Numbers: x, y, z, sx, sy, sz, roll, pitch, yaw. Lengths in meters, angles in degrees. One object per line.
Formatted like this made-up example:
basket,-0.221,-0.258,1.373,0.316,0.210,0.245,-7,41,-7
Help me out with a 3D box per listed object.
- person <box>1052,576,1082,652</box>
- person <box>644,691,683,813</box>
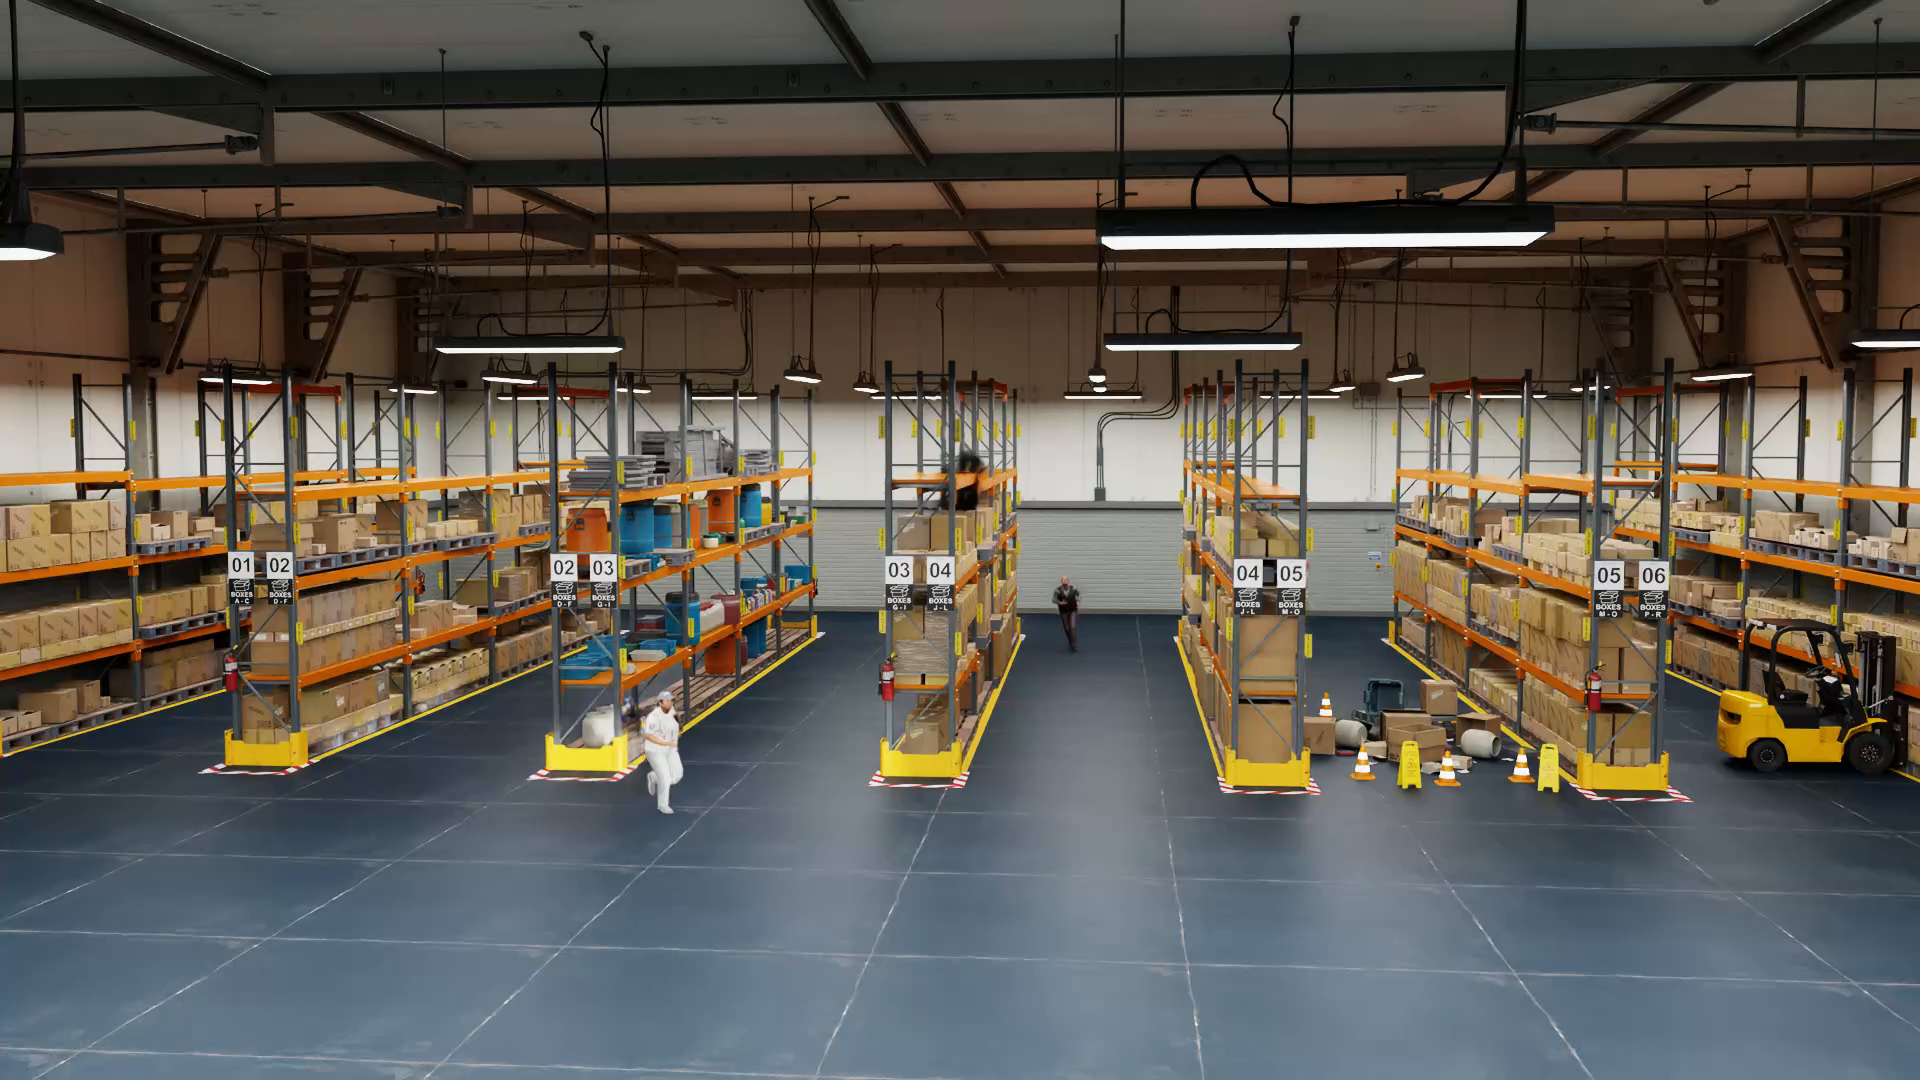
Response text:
person,2.441,1.668,38.046,0.685,1.716,0.881,0,4,2
person,-3.887,2.780,21.837,0.642,1.623,0.644,3,5,34
